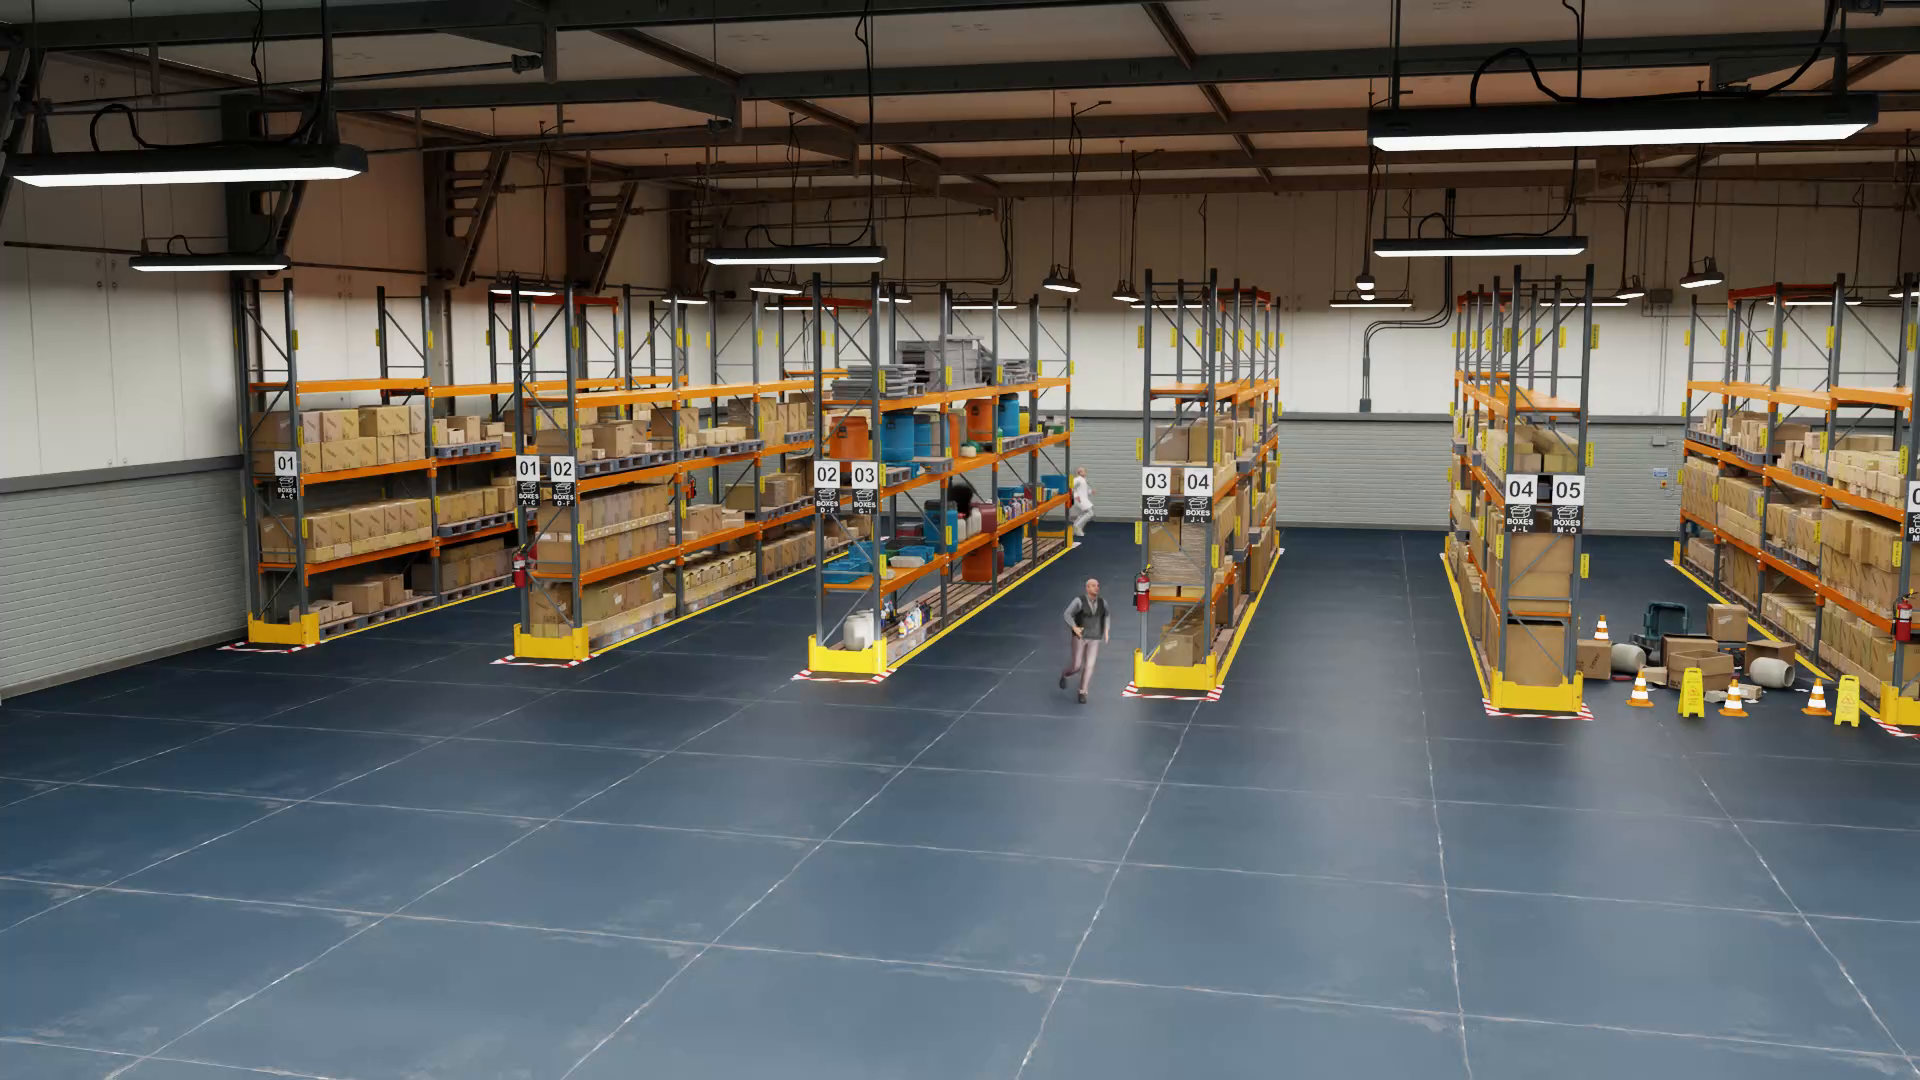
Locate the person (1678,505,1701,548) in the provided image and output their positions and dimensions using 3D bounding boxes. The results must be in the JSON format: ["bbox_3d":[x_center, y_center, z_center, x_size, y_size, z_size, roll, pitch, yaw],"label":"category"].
[{"bbox_3d":[17.403,-0.538,39.605,0.671,1.604,0.505,-1,7,-10],"label":"person"}]

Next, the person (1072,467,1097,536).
[{"bbox_3d":[3.162,-0.986,42.607,0.723,1.750,0.681,2,7,15],"label":"person"}]

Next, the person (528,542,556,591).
[{"bbox_3d":[-7.348,0.635,29.491,0.658,1.683,0.680,0,7,2],"label":"person"}]

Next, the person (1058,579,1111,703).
[{"bbox_3d":[1.808,1.361,23.280,0.714,1.622,0.855,-2,7,-13],"label":"person"}]
